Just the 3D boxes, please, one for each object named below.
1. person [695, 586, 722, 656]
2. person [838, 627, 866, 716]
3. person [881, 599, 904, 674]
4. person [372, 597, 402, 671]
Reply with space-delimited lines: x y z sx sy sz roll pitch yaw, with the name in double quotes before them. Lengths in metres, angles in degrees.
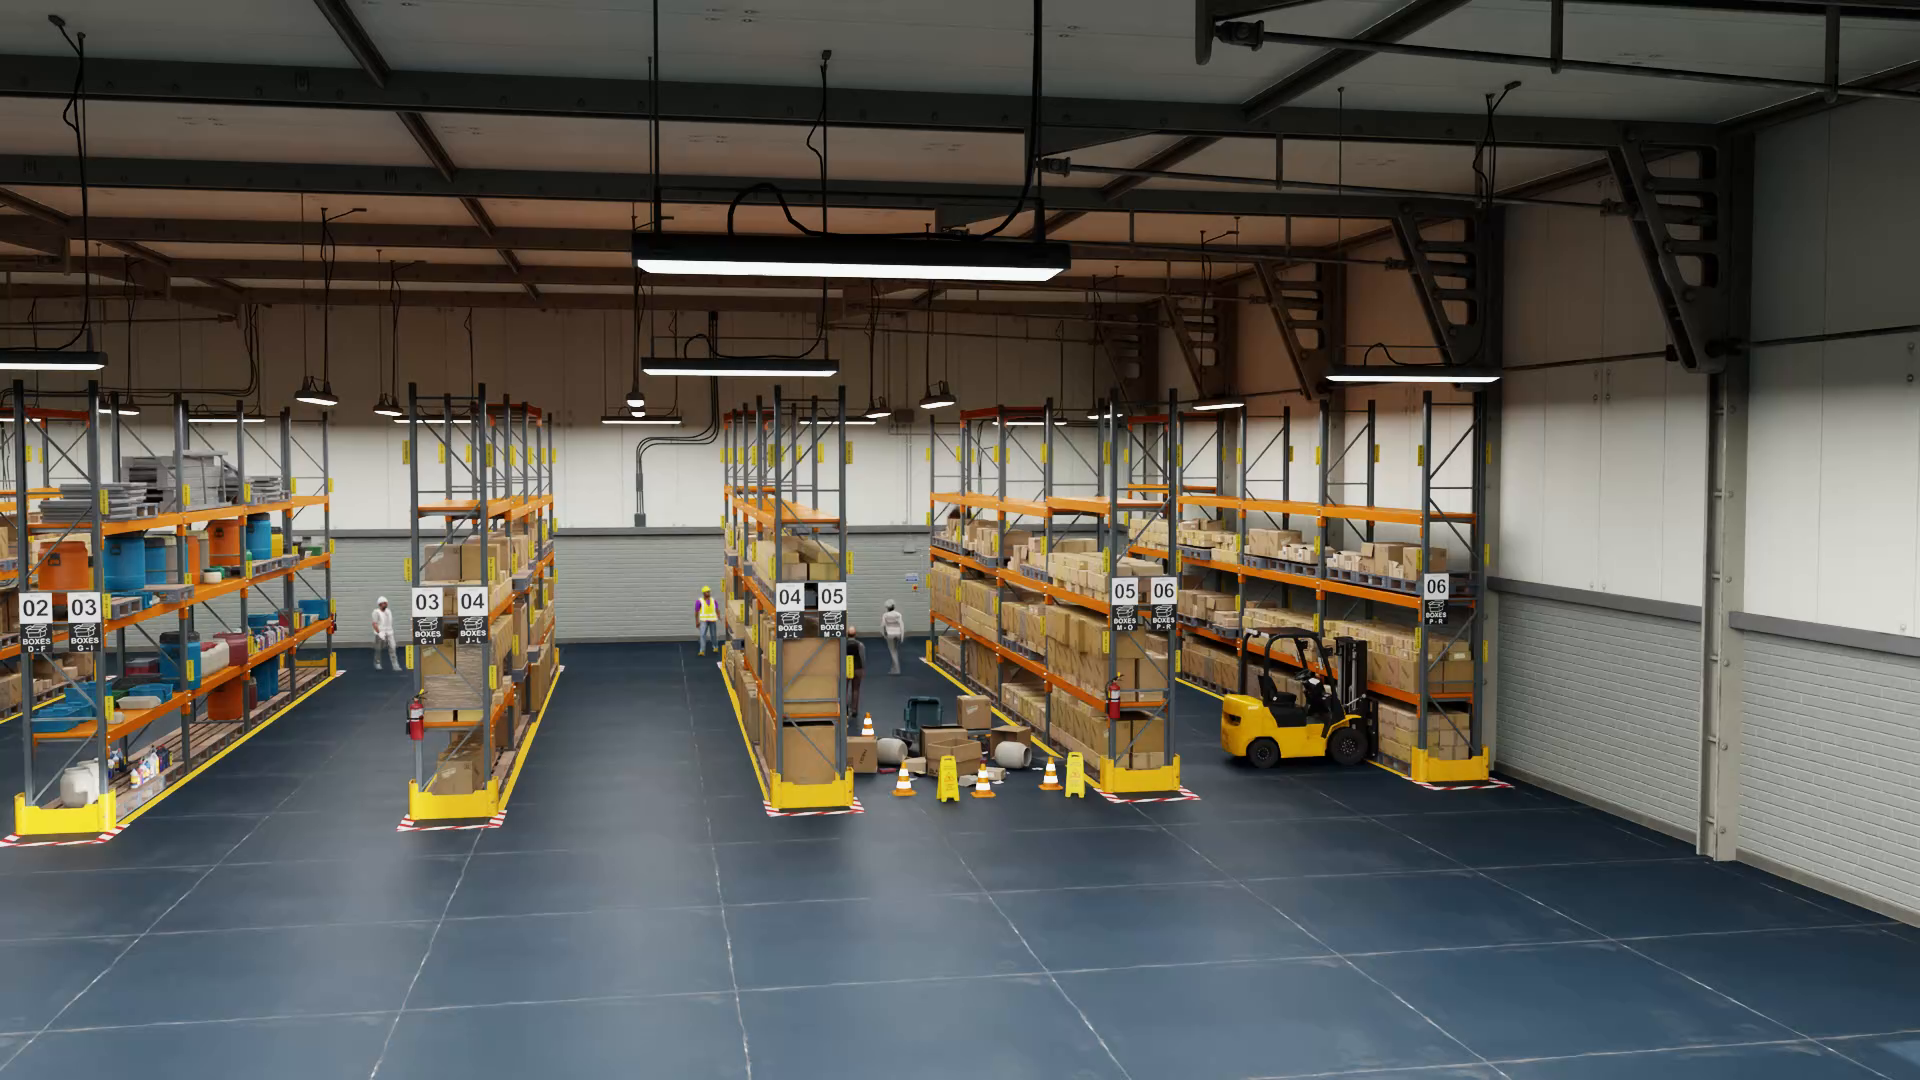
"person" -6.291 2.029 41.672 0.712 1.725 1.032 0 3 4
"person" -2.084 2.512 31.818 0.594 1.711 0.472 0 3 -7
"person" -1.527 2.149 36.796 0.452 1.719 0.654 -2 3 -33
"person" -13.295 2.169 38.390 0.546 1.714 1.068 -2 3 -34
